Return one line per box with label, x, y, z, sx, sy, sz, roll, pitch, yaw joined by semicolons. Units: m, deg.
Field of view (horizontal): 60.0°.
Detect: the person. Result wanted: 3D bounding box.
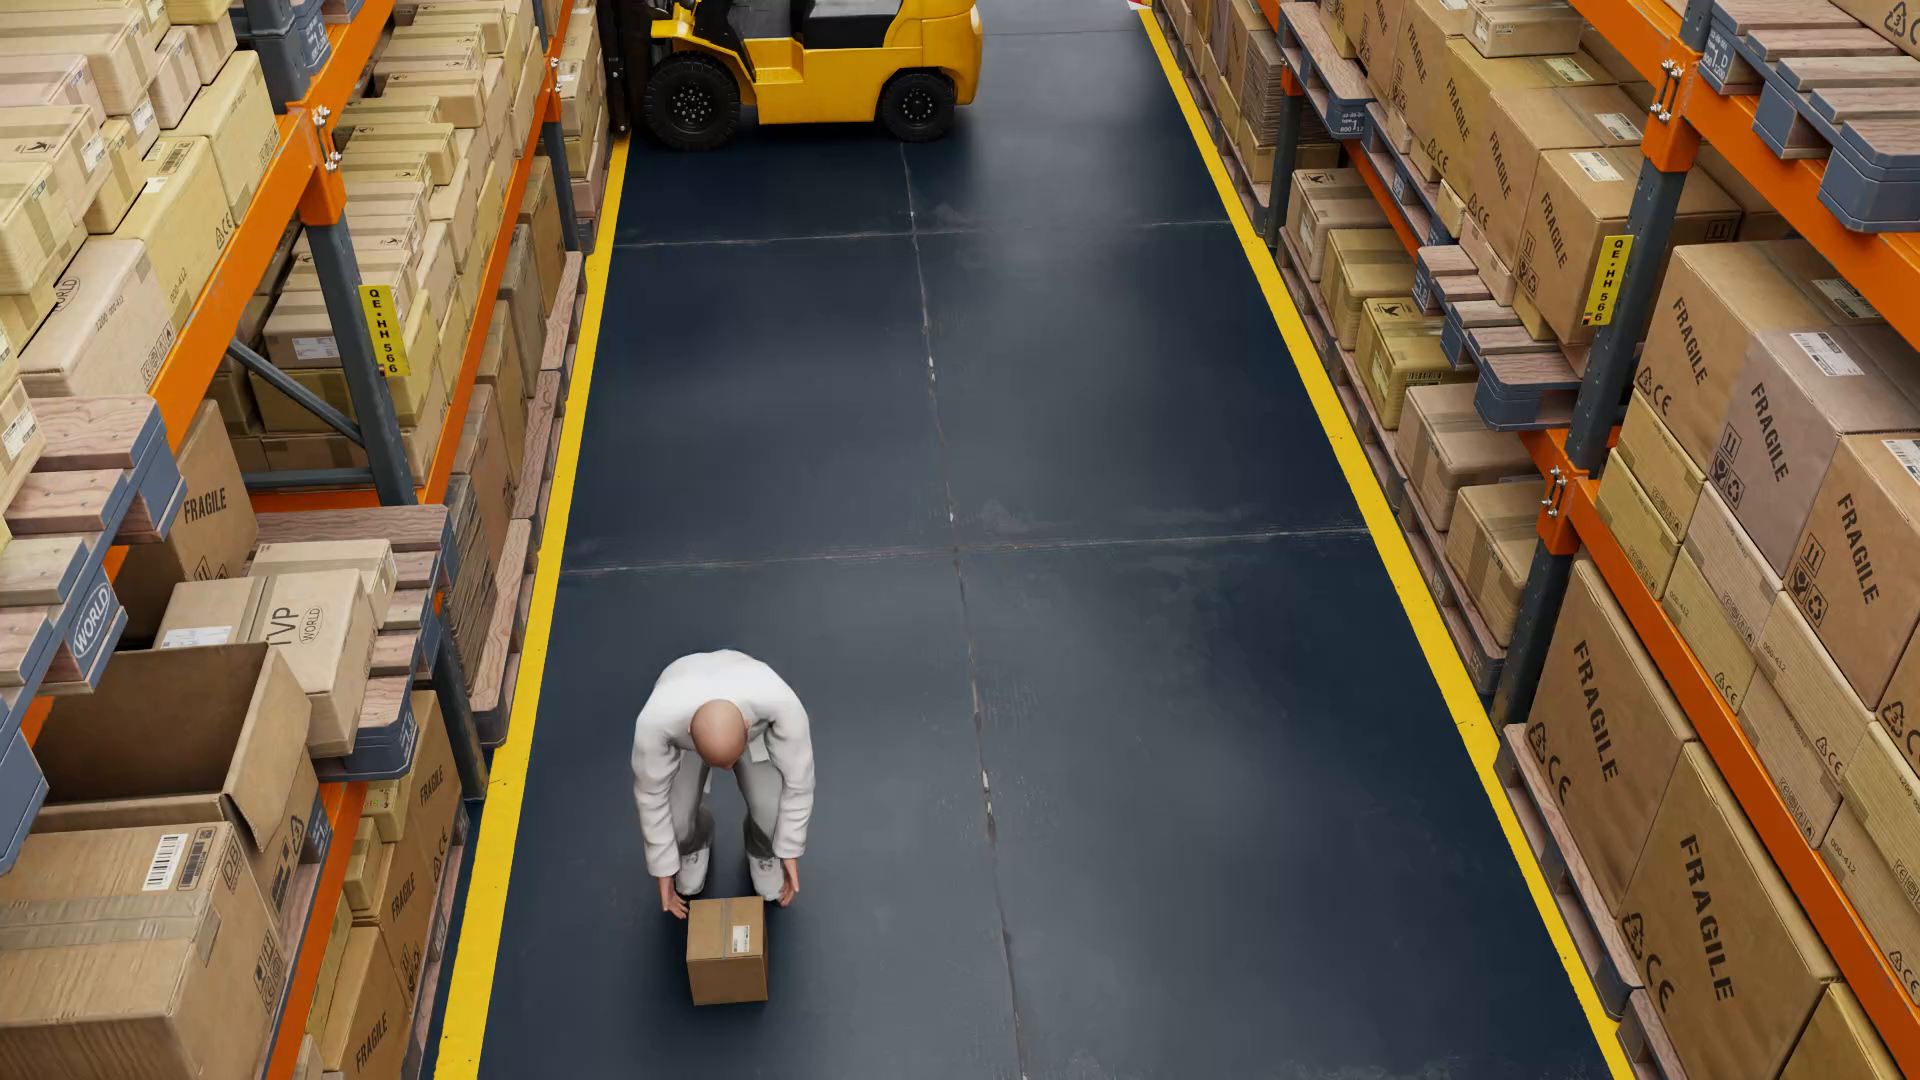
person;-0.803;0.783;5.700;0.623;1.137;0.842;-2;39;-3
